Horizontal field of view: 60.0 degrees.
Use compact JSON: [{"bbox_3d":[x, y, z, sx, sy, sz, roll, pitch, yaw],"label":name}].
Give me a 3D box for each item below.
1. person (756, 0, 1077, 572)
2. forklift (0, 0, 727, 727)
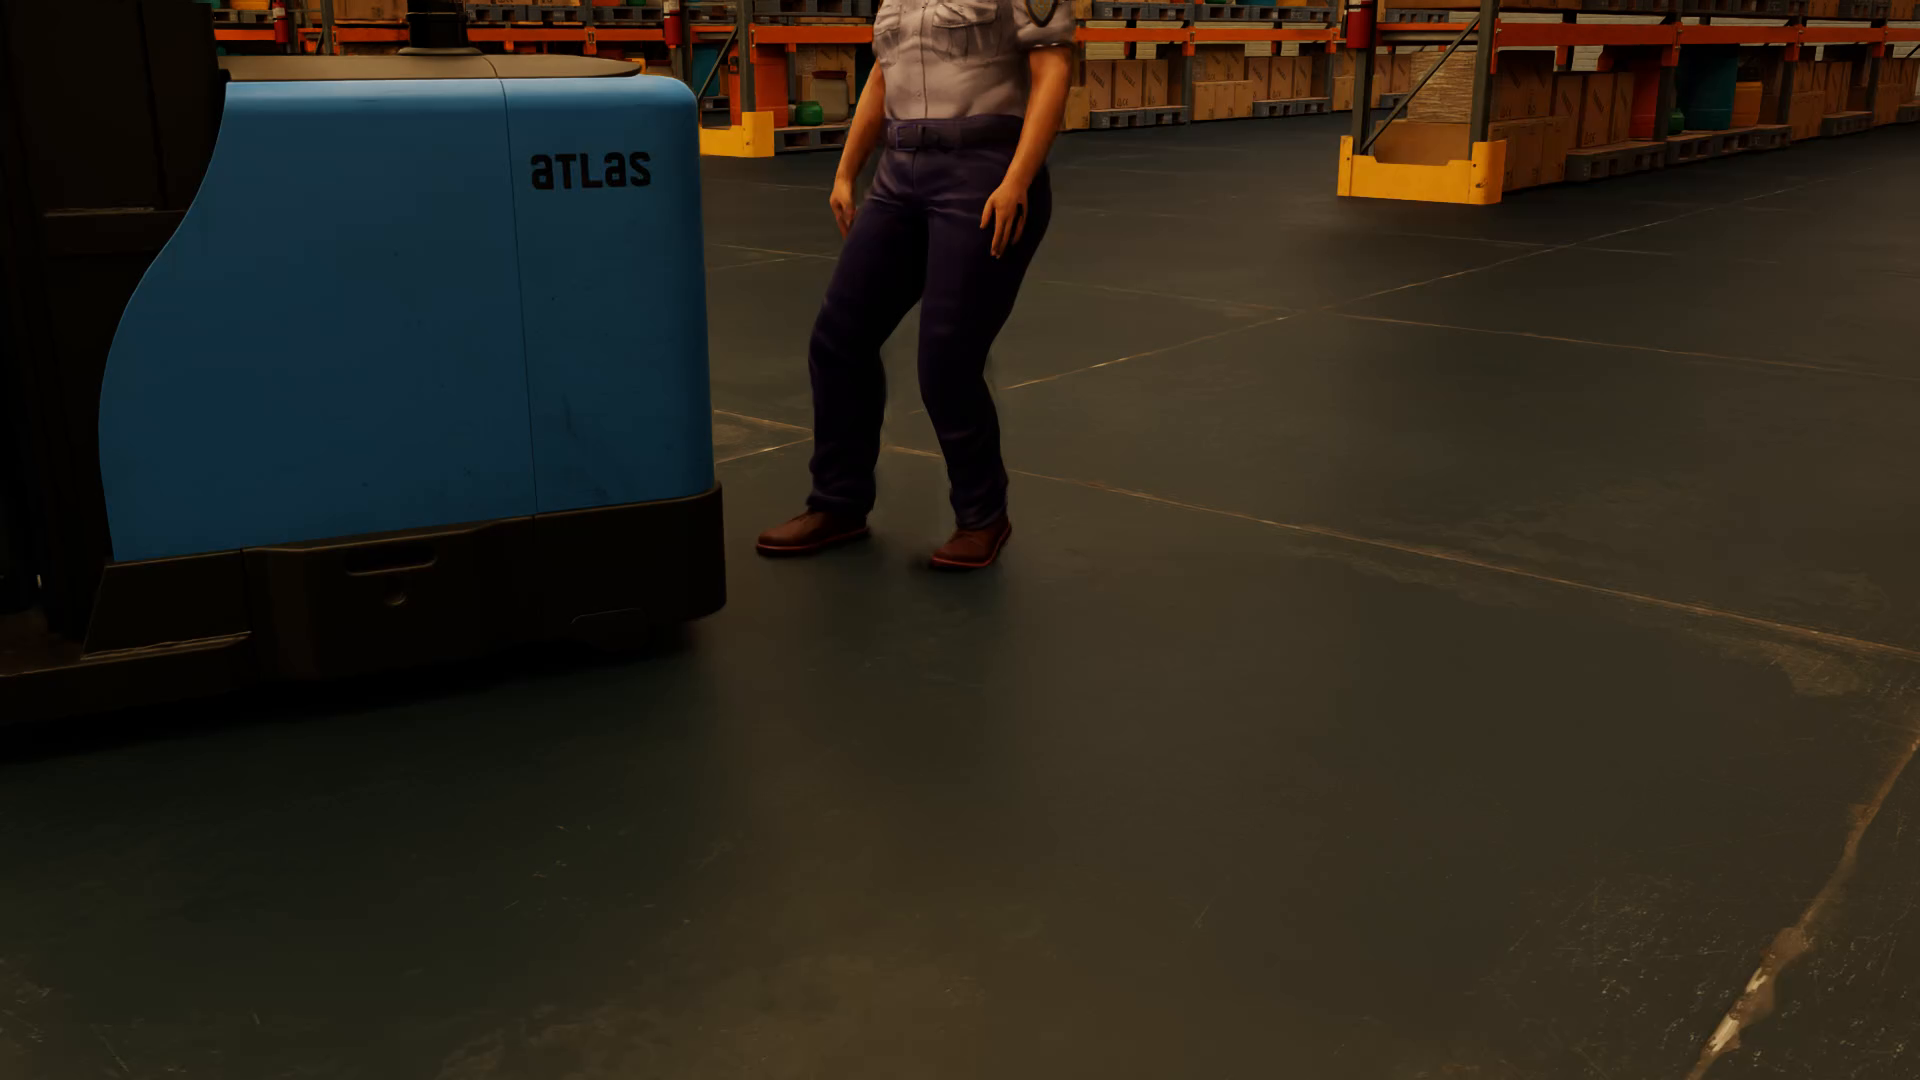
[{"bbox_3d":[-0.097,-0.733,3.600,0.625,1.635,0.523,16,23,42],"label":"person"},{"bbox_3d":[-2.021,-1.146,2.671,3.031,2.935,1.130,-8,18,-24],"label":"forklift"}]
